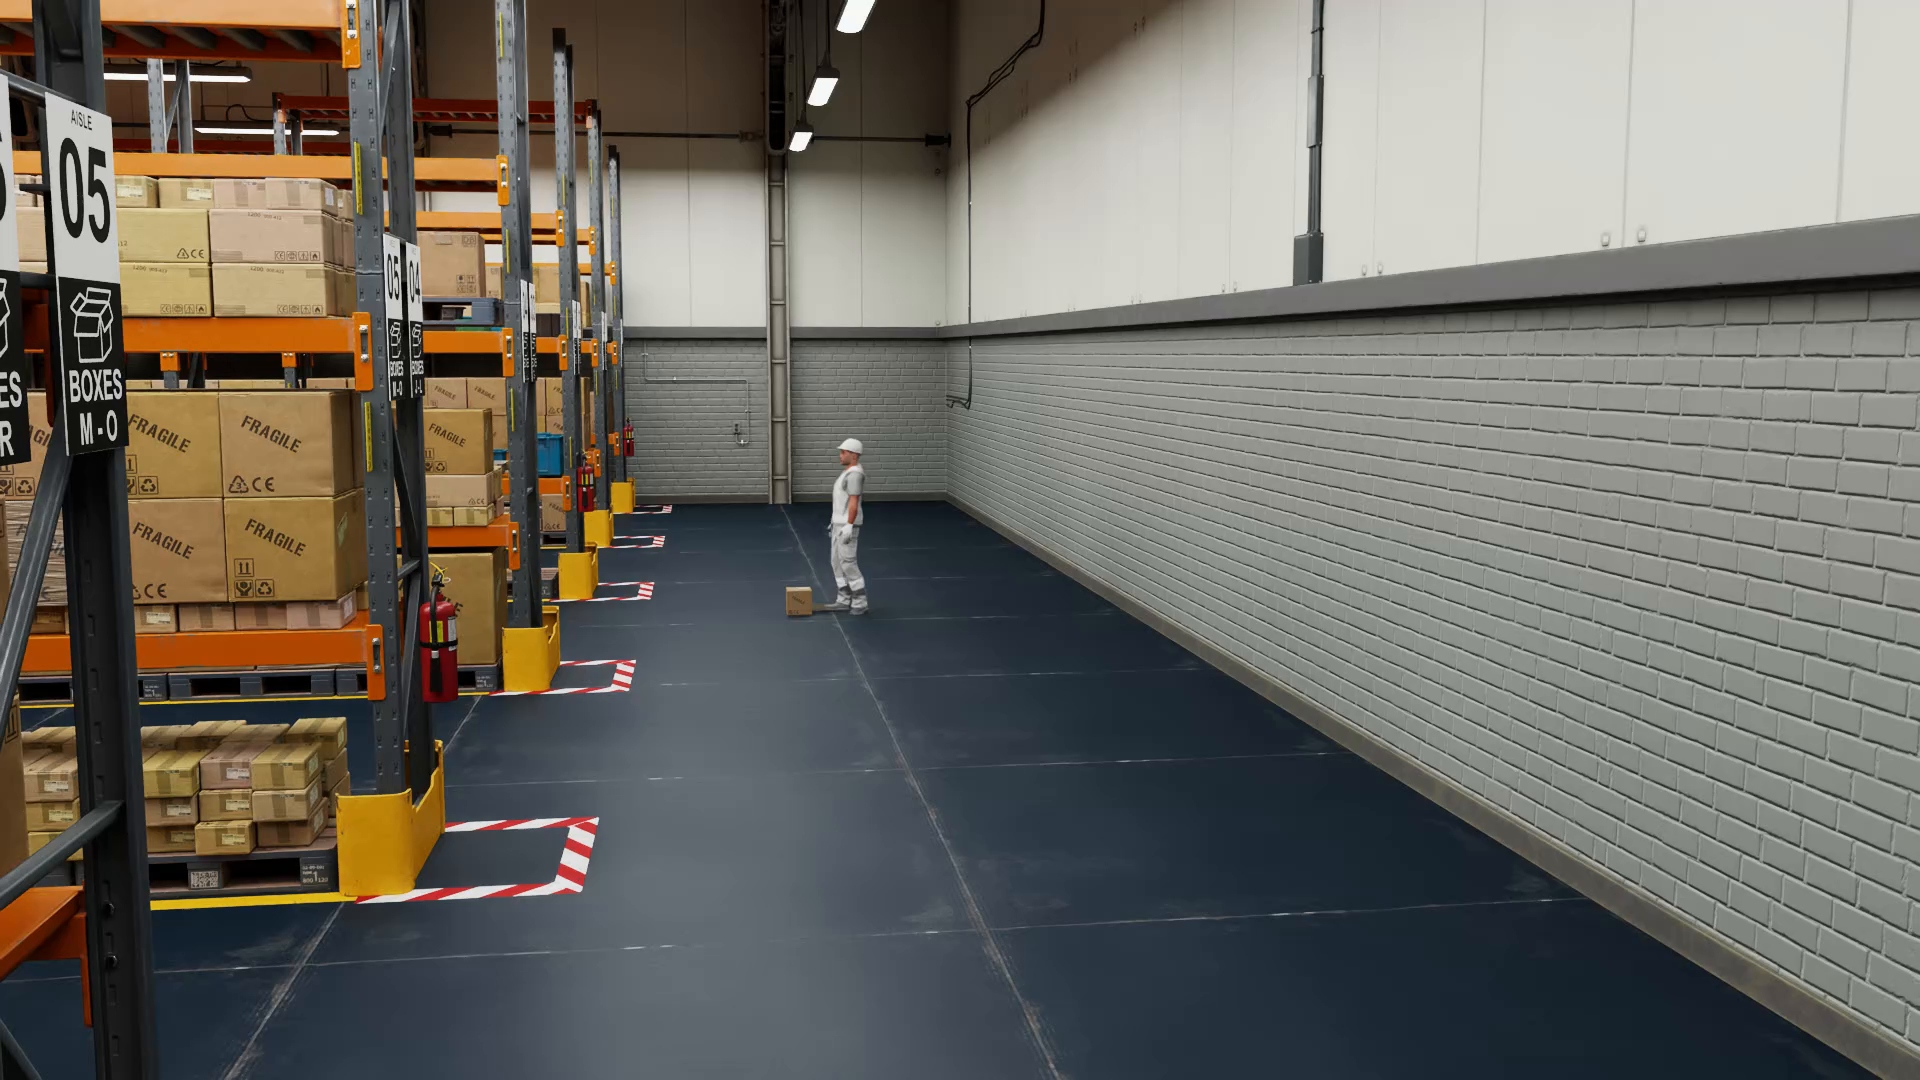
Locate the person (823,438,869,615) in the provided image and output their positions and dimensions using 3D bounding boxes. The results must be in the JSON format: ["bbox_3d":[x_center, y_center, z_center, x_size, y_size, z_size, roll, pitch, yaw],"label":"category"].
[{"bbox_3d":[-1.166,-0.109,16.922,0.456,1.849,0.535,-1,6,-8],"label":"person"}]
